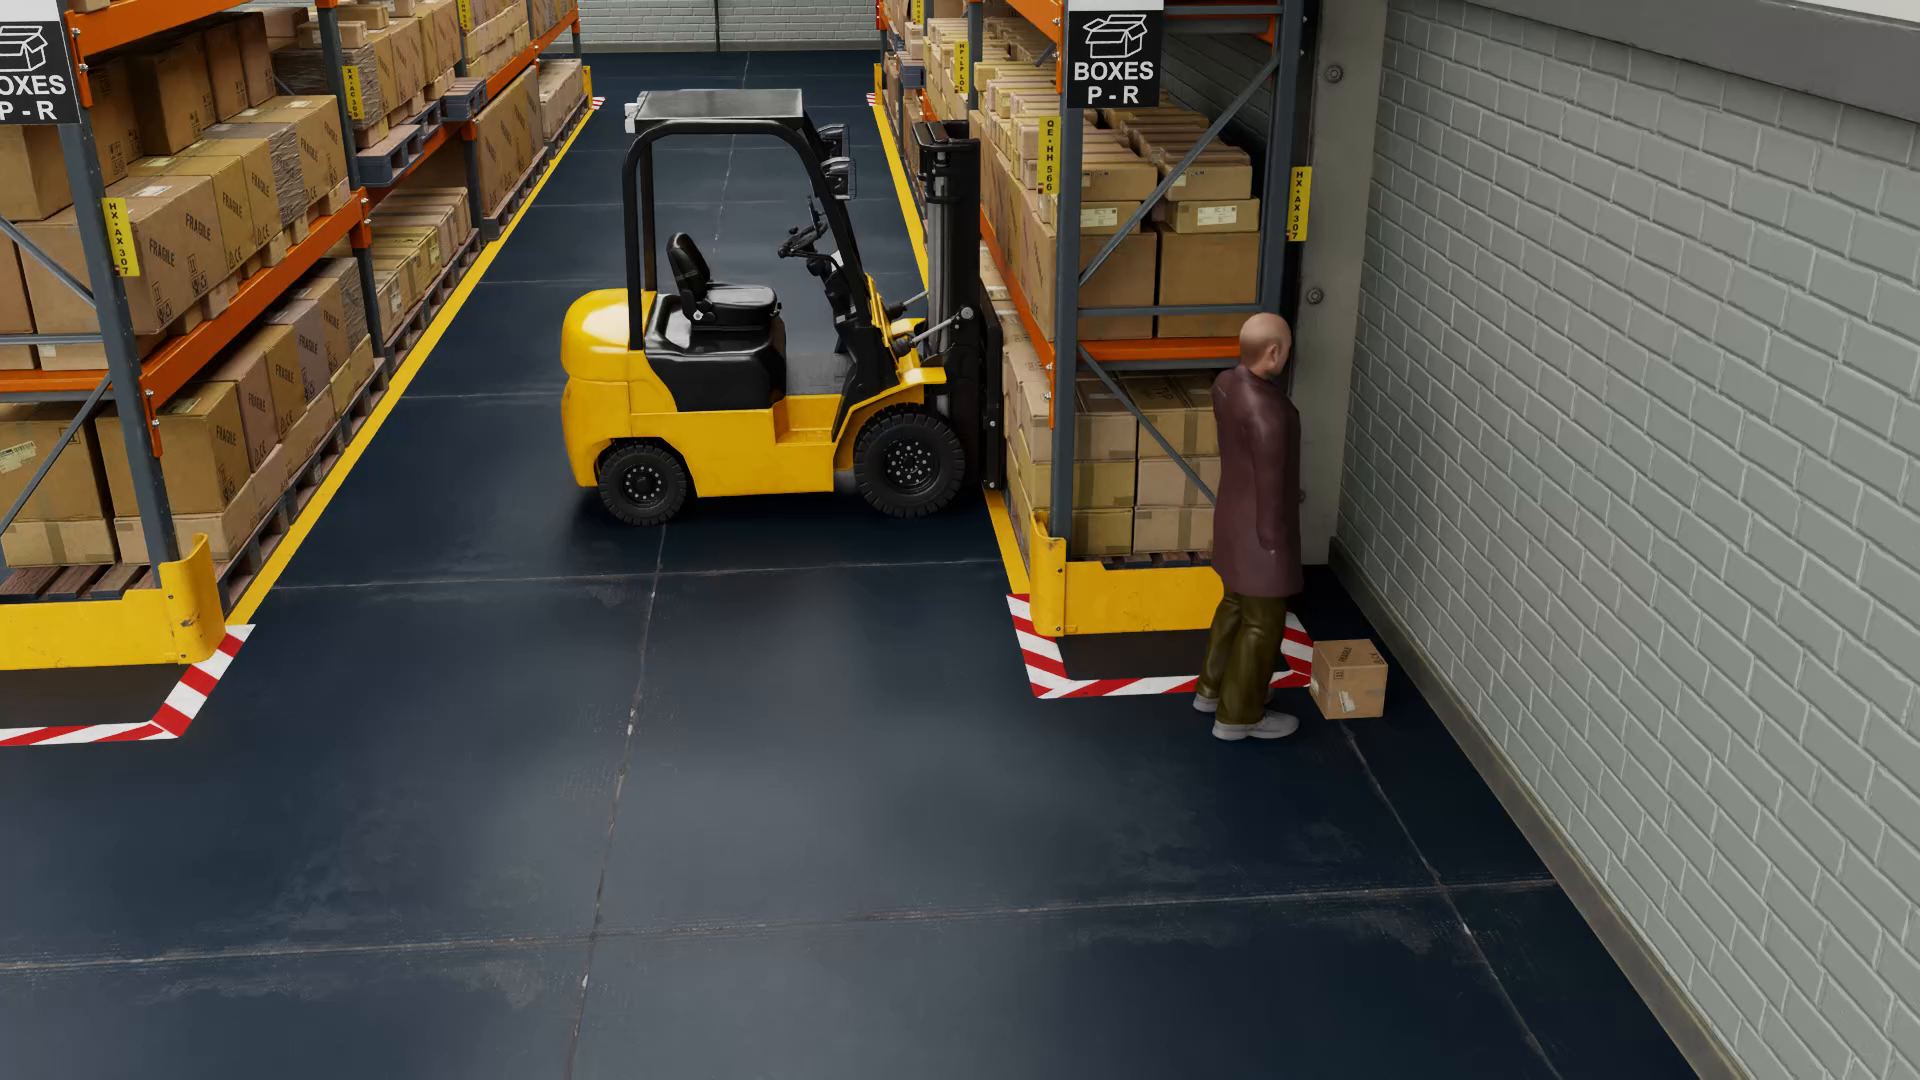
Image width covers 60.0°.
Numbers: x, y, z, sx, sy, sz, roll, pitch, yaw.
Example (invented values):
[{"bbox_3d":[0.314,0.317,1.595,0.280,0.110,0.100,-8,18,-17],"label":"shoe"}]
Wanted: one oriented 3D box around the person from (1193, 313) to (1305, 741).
[{"bbox_3d":[1.207,-0.061,6.766,0.377,1.774,0.562,-5,24,-11],"label":"person"}]
